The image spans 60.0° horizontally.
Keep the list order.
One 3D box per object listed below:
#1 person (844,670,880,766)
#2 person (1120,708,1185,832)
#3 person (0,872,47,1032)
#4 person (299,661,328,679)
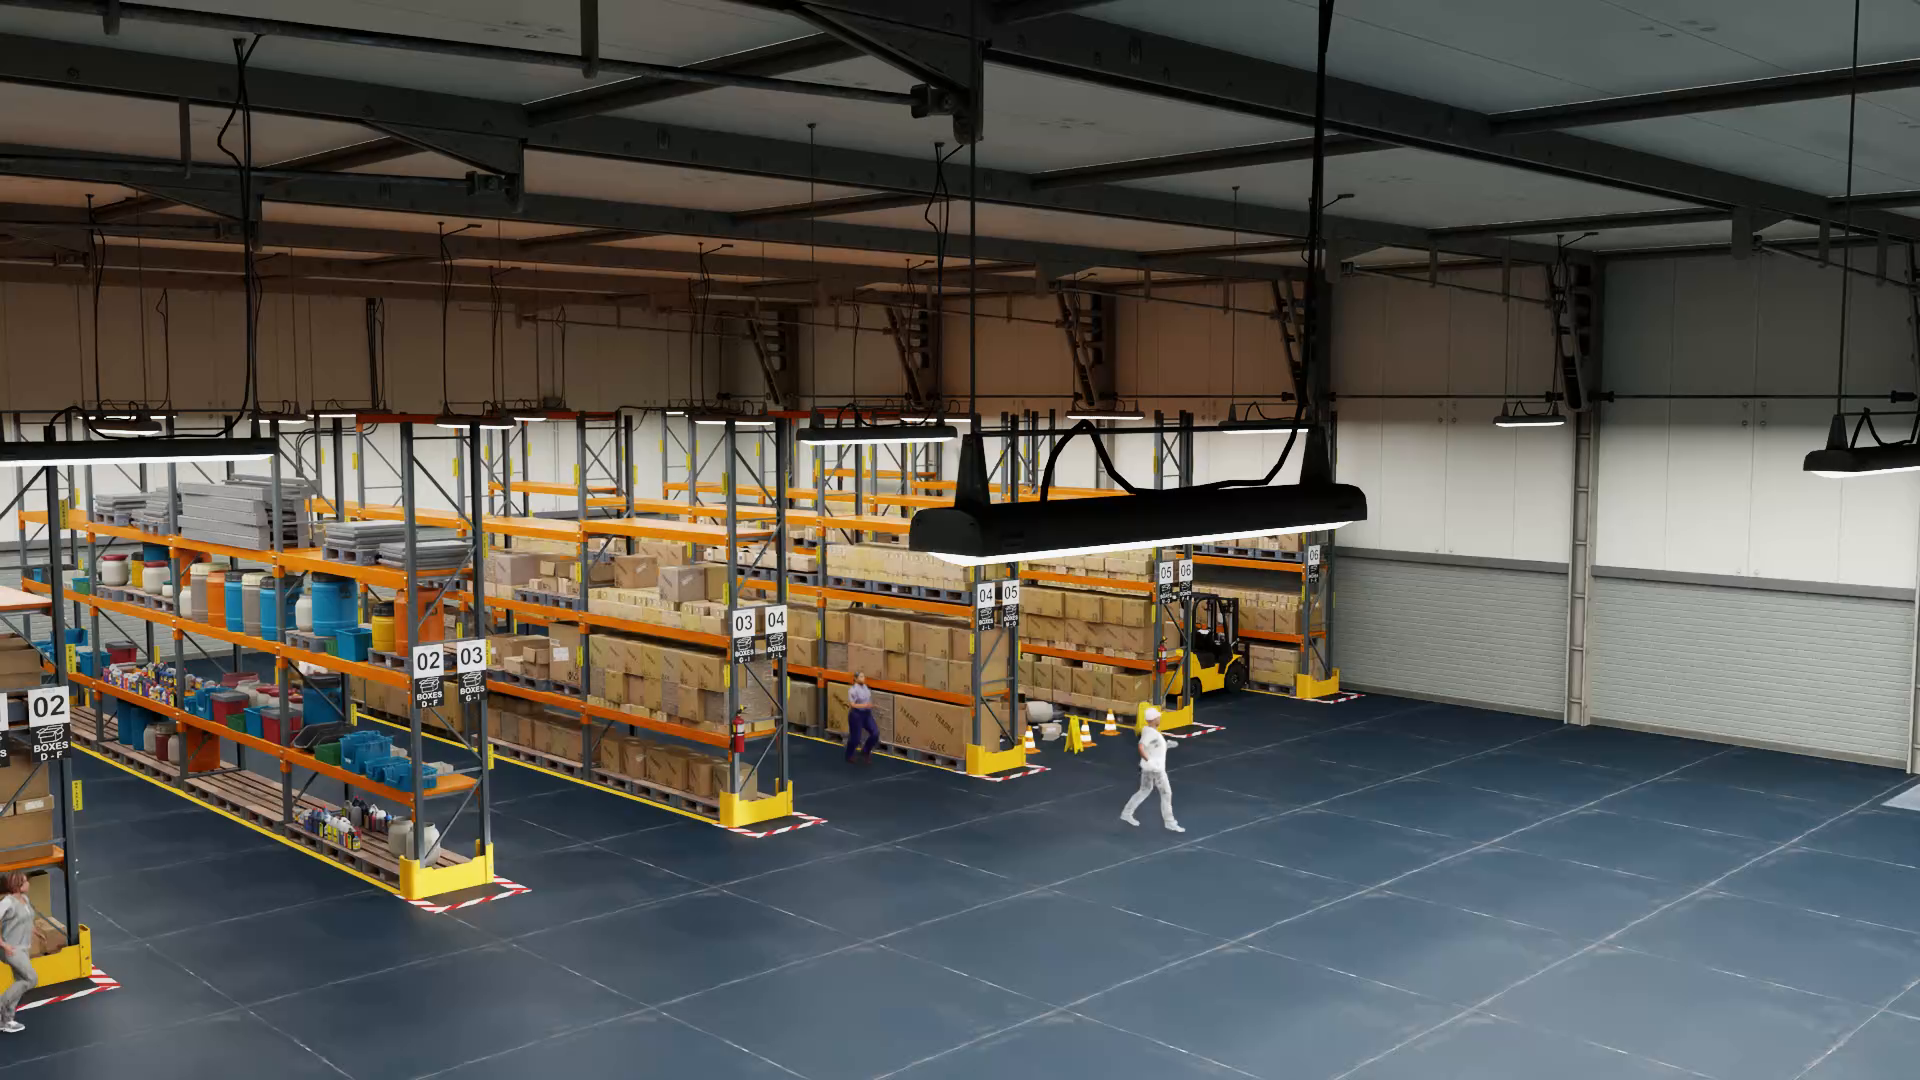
[{"bbox_3d":[-1.681,3.060,28.424,0.678,1.638,0.579,4,7,41],"label":"person"},{"bbox_3d":[2.794,3.324,24.078,0.926,1.807,0.681,-1,5,-7],"label":"person"},{"bbox_3d":[-9.435,4.113,16.686,0.465,1.551,0.573,-1,5,-12],"label":"person"},{"bbox_3d":[-11.925,2.770,30.796,0.738,1.823,0.677,4,6,39],"label":"person"}]
